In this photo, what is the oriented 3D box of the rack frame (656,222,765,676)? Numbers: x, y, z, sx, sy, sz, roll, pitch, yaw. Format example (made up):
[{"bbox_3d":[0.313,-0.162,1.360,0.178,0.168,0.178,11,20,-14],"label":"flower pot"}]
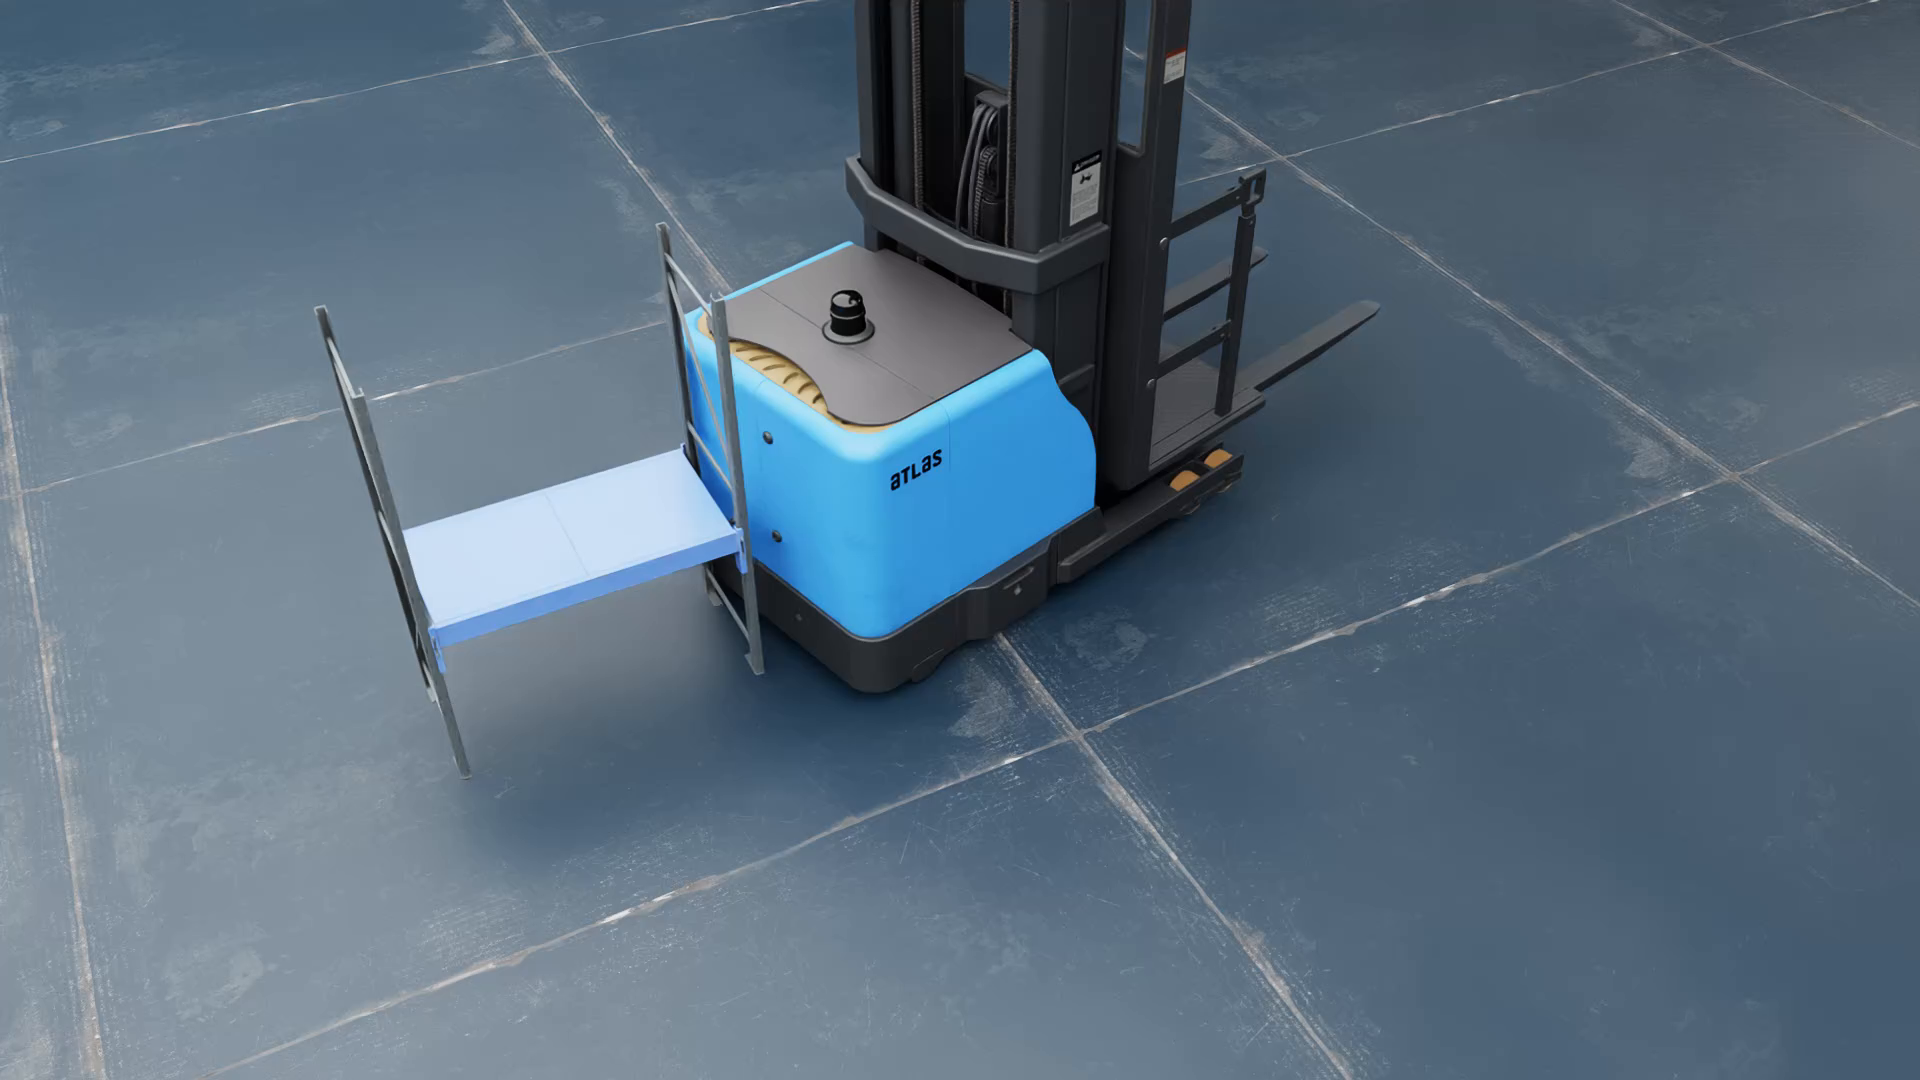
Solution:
[{"bbox_3d":[-0.799,-0.252,5.387,0.032,1.500,0.500,-19,44,-21],"label":"rack frame"}]

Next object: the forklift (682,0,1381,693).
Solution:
[{"bbox_3d":[0.459,-1.439,5.682,3.031,2.935,1.130,-31,49,-31],"label":"forklift"}]

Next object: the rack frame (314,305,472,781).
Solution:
[{"bbox_3d":[-1.699,0.053,5.026,0.032,1.500,0.500,-19,44,-21],"label":"rack frame"}]

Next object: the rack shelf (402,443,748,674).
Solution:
[{"bbox_3d":[-1.249,0.038,5.323,1.000,0.185,0.538,-19,44,-21],"label":"rack shelf"}]

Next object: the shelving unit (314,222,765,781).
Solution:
[{"bbox_3d":[-1.249,-0.099,5.207,1.048,1.500,0.538,-19,44,-21],"label":"shelving unit"}]
